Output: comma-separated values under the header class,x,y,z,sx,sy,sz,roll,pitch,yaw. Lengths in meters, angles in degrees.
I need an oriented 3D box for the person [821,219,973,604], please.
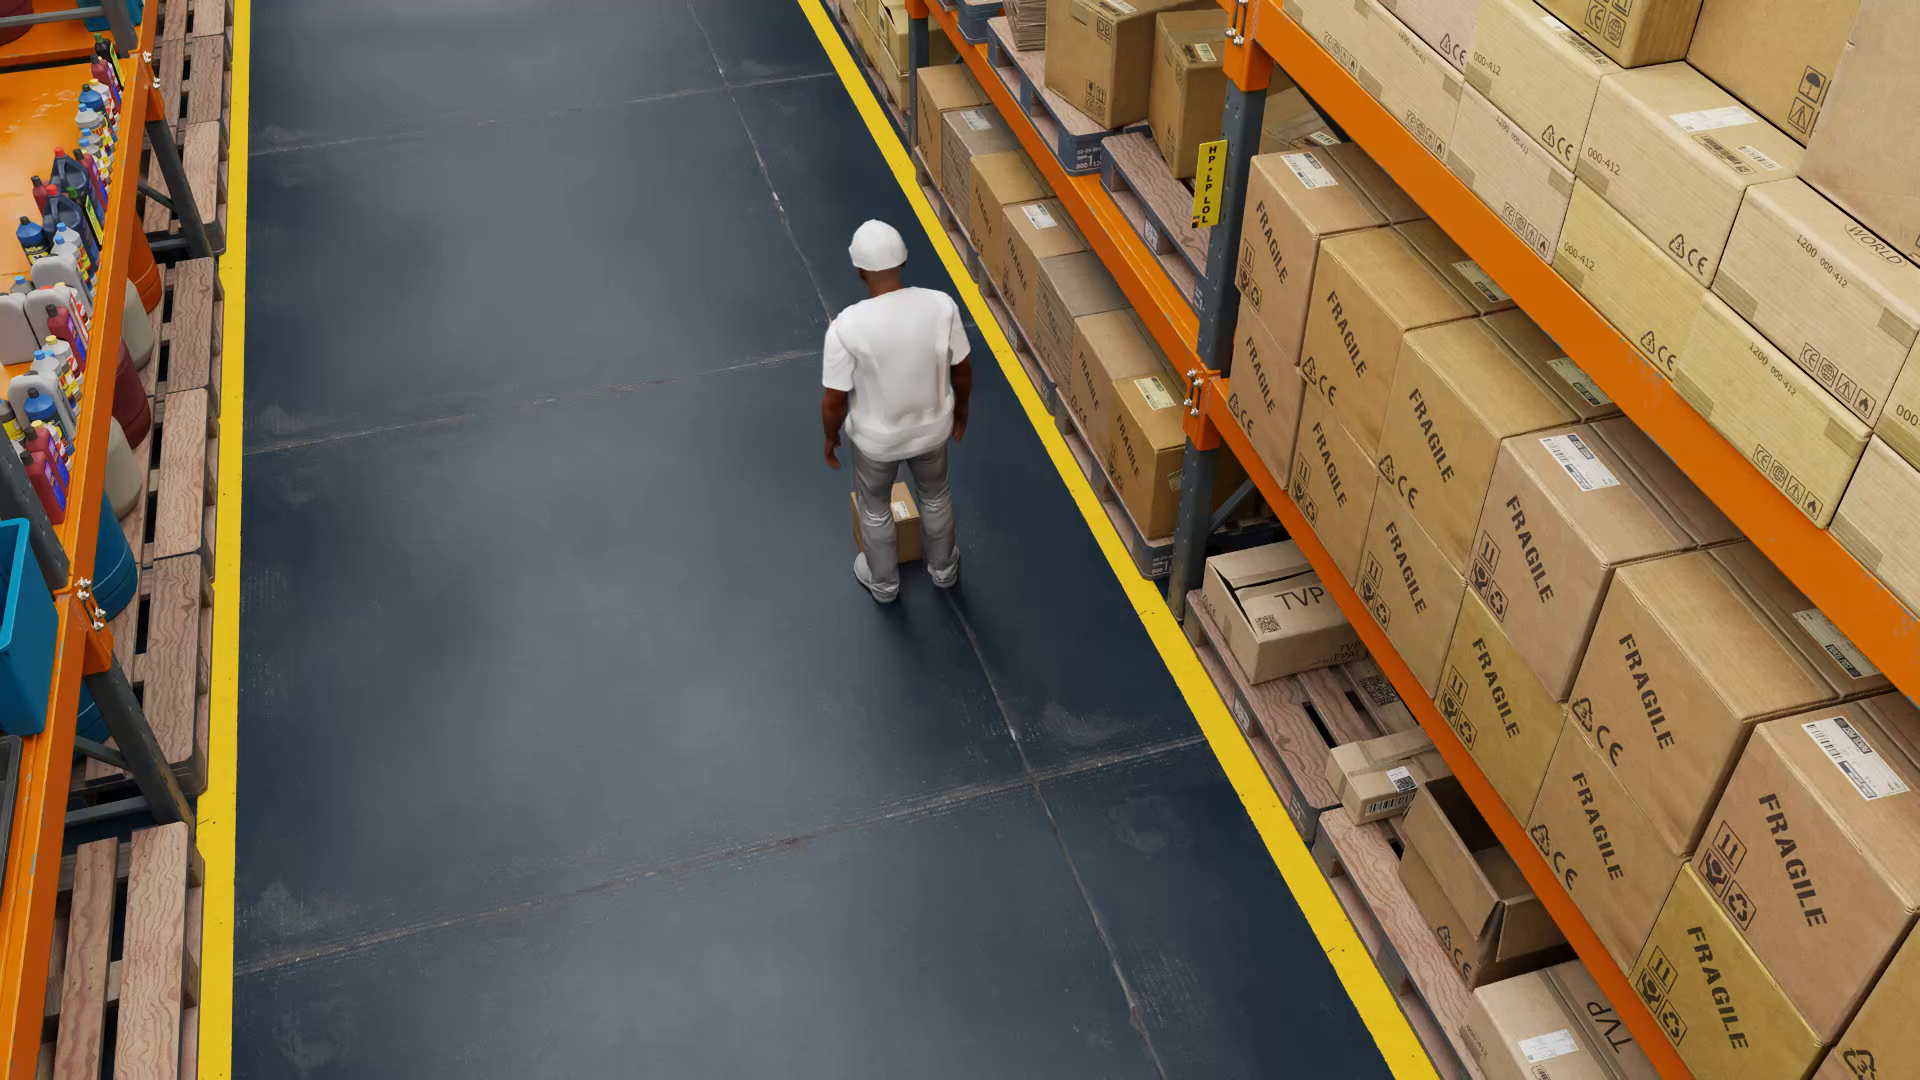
class,x,y,z,sx,sy,sz,roll,pitch,yaw
person,-0.256,-0.477,6.678,0.629,1.759,0.460,-13,44,-15
